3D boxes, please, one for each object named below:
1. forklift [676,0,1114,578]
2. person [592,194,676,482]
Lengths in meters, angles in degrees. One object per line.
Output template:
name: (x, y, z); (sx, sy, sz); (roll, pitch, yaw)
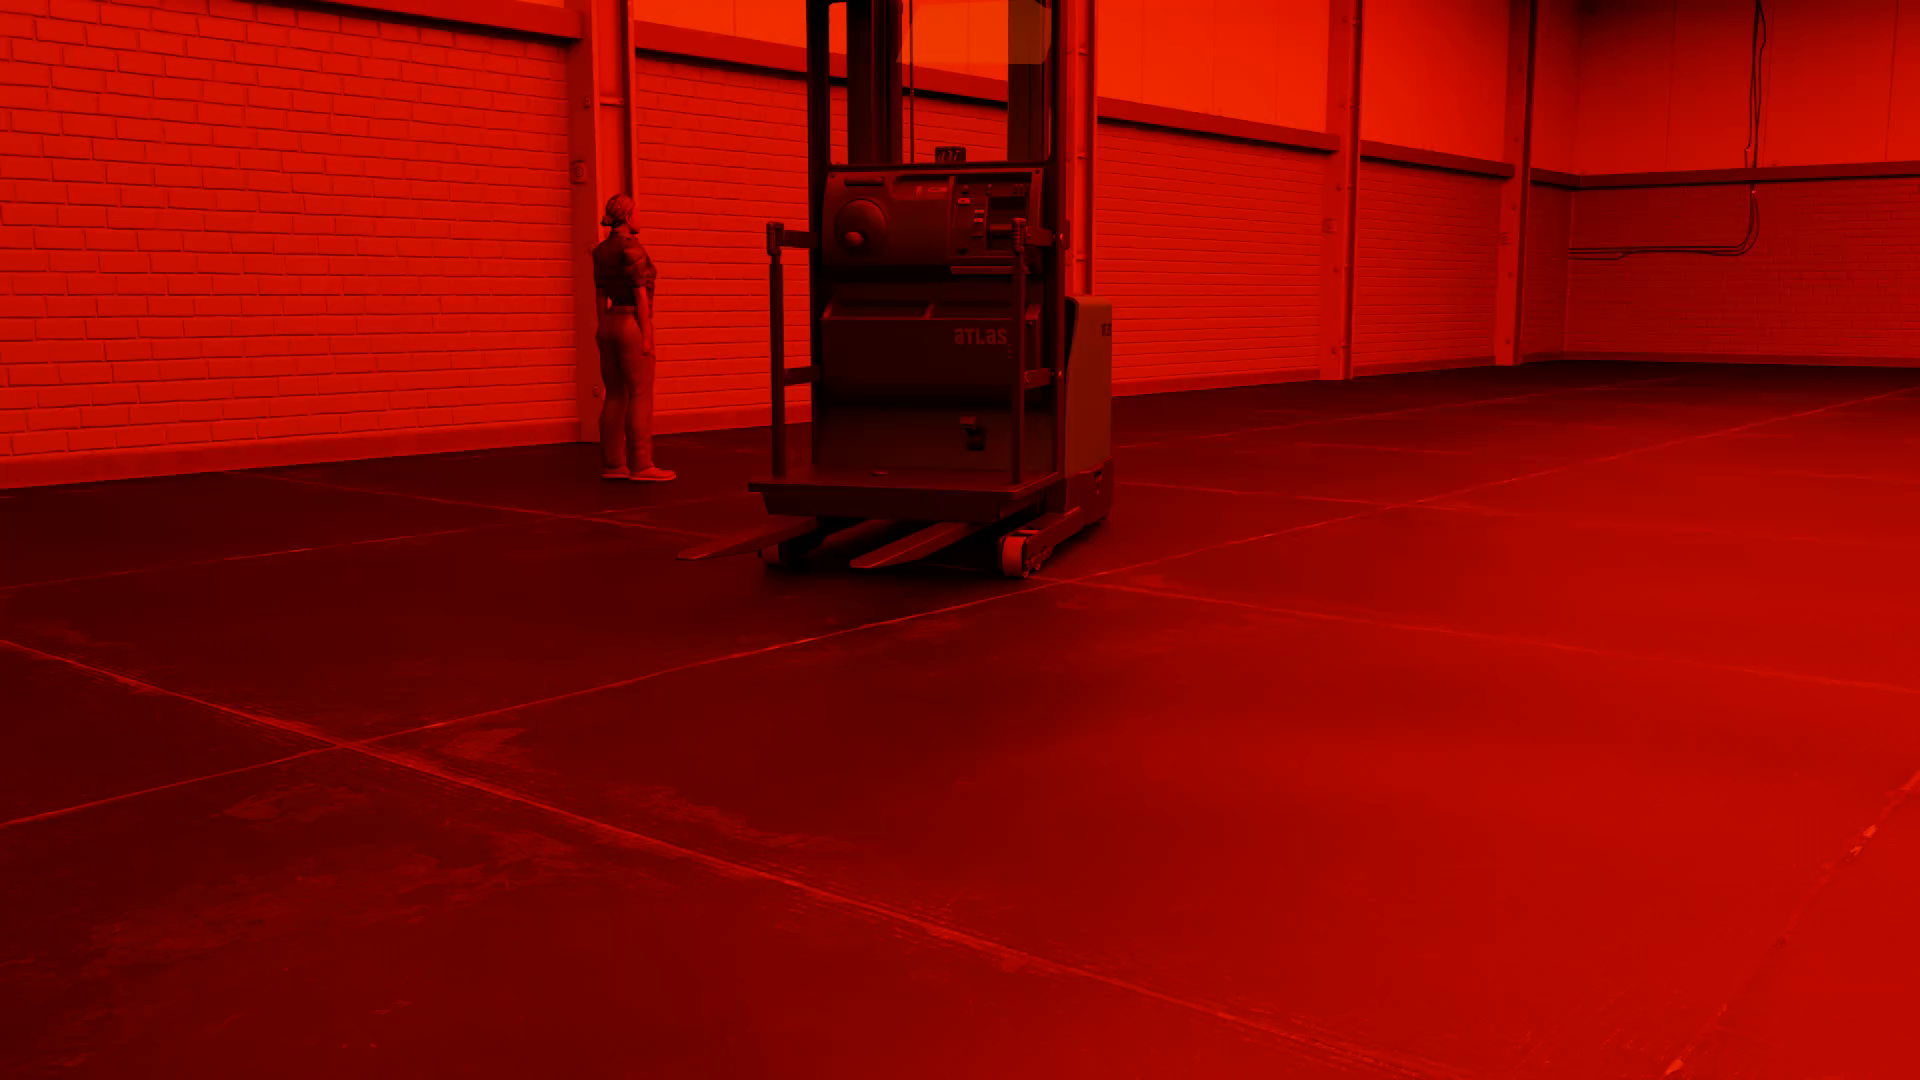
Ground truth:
forklift: (-0.176, -1.366, 6.616); (1.130, 2.935, 3.031); (3, 9, 17)
person: (-1.926, -1.174, 9.714); (0.448, 1.661, 0.331); (7, 11, 41)
